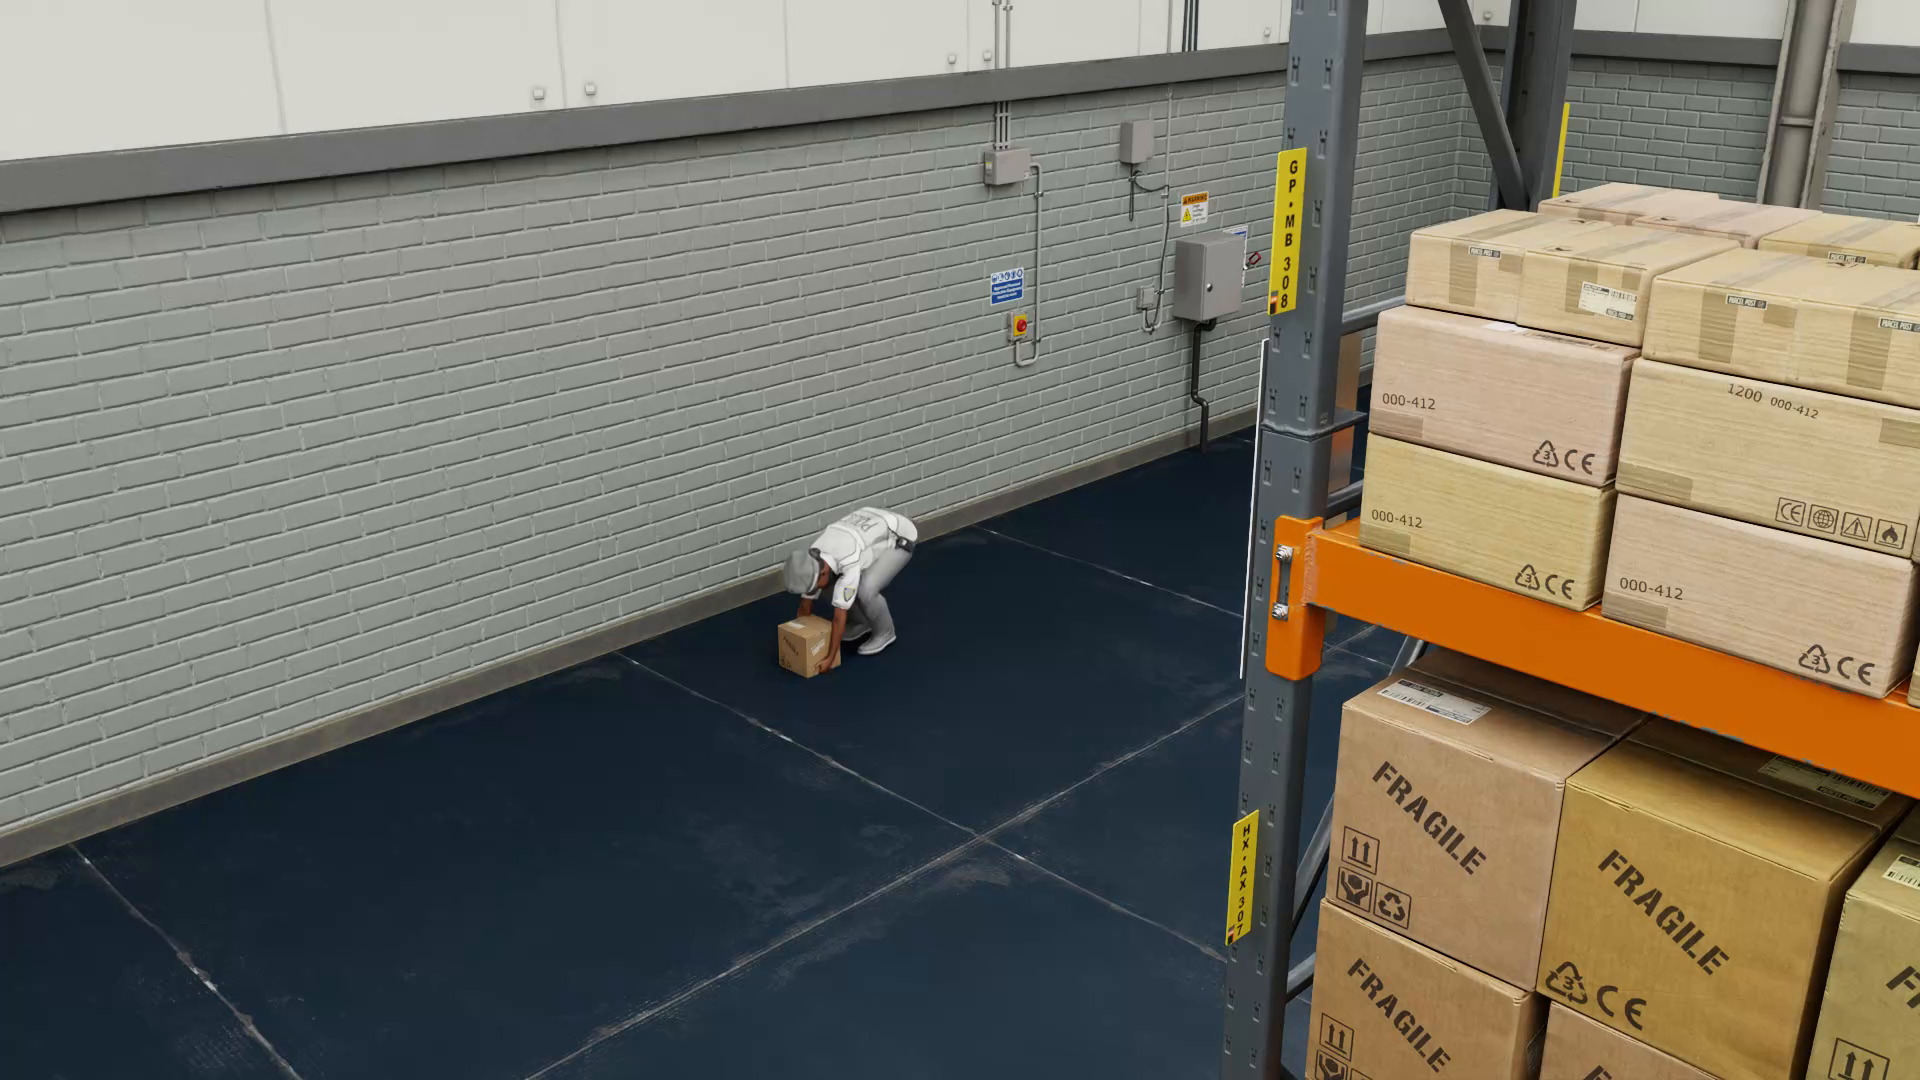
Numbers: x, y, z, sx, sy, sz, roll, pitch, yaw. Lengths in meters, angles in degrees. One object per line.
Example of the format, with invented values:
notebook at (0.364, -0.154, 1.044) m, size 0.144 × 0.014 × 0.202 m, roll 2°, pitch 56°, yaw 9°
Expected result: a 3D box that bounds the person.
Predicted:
person at (-0.641, 0.273, 9.604) m, size 0.456 × 0.823 × 0.919 m, roll 18°, pitch 27°, yaw 39°
